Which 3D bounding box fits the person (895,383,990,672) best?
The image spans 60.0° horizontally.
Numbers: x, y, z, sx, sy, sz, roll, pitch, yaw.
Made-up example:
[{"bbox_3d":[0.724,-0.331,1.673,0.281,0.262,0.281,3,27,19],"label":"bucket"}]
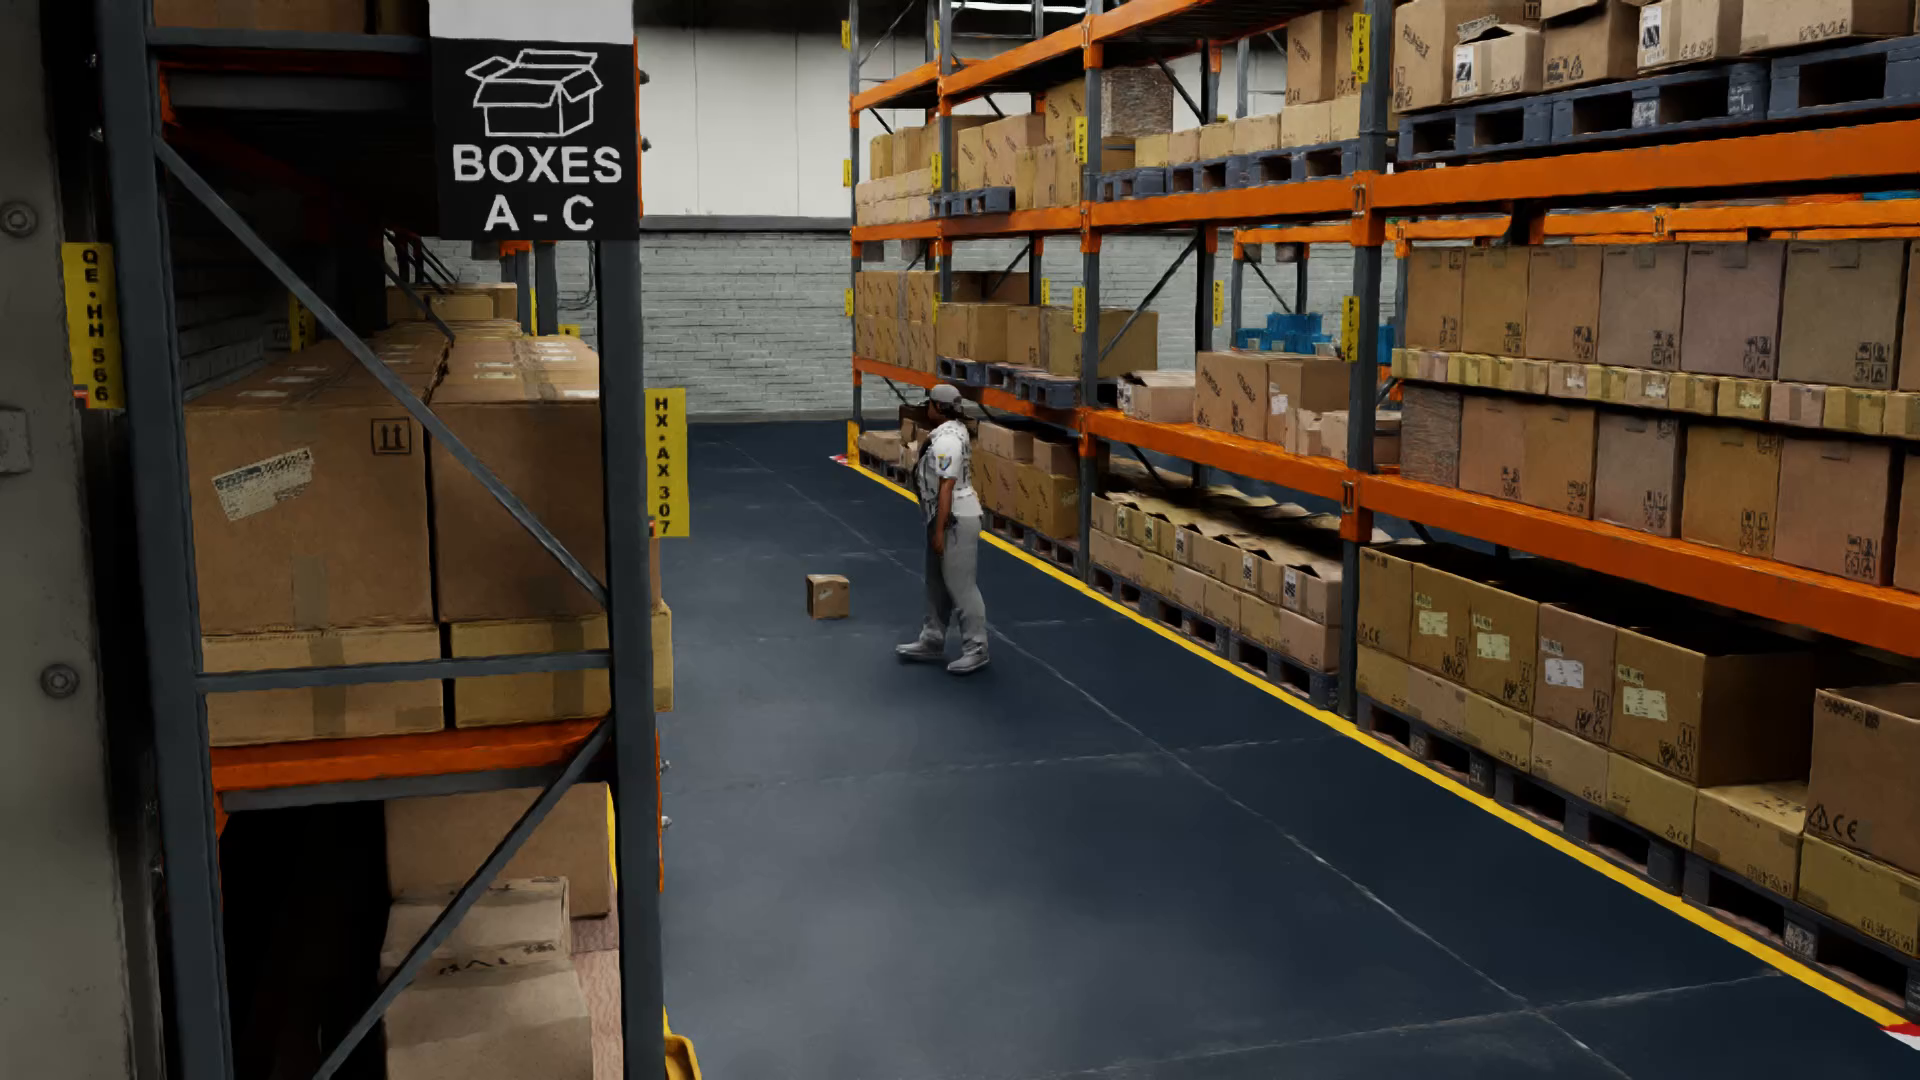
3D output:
[{"bbox_3d":[-0.110,-0.093,9.812,0.562,1.658,0.604,0,9,-1],"label":"person"}]
